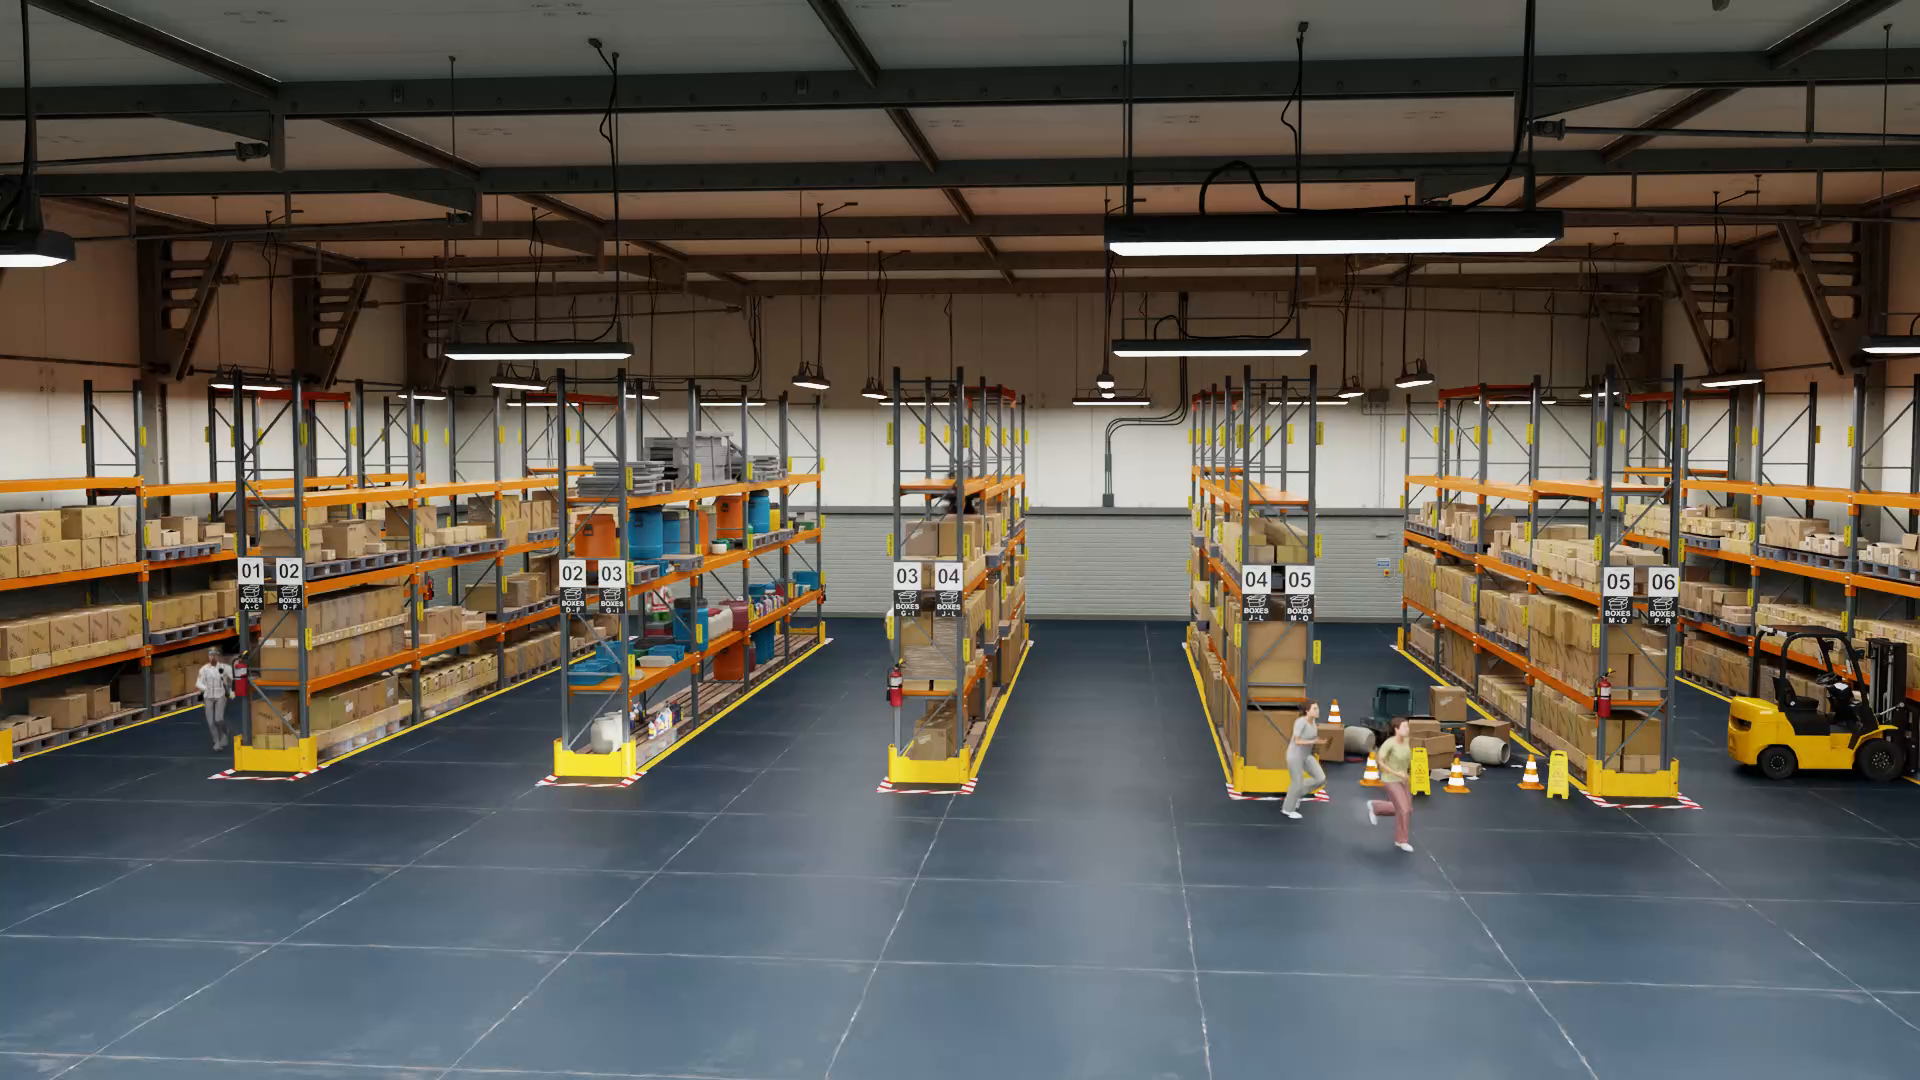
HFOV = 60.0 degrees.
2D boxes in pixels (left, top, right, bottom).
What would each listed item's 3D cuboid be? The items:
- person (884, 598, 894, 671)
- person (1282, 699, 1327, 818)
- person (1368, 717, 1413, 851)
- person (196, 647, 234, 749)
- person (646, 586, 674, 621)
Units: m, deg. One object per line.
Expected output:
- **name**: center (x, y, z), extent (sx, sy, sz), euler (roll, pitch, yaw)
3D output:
- **person**: center (-1.189, 1.889, 32.269), extent (0.582, 1.676, 0.577), euler (0, 4, -1)
- **person**: center (4.491, 2.857, 21.684), extent (0.547, 1.601, 0.729), euler (-3, 5, -40)
- **person**: center (5.263, 2.950, 20.314), extent (0.610, 1.631, 0.670), euler (-3, 5, -39)
- **person**: center (-11.840, 2.521, 26.453), extent (0.595, 1.660, 0.584), euler (-1, 4, -10)
- **person**: center (-6.990, 1.713, 38.741), extent (0.663, 1.838, 0.777), euler (0, 4, -6)
